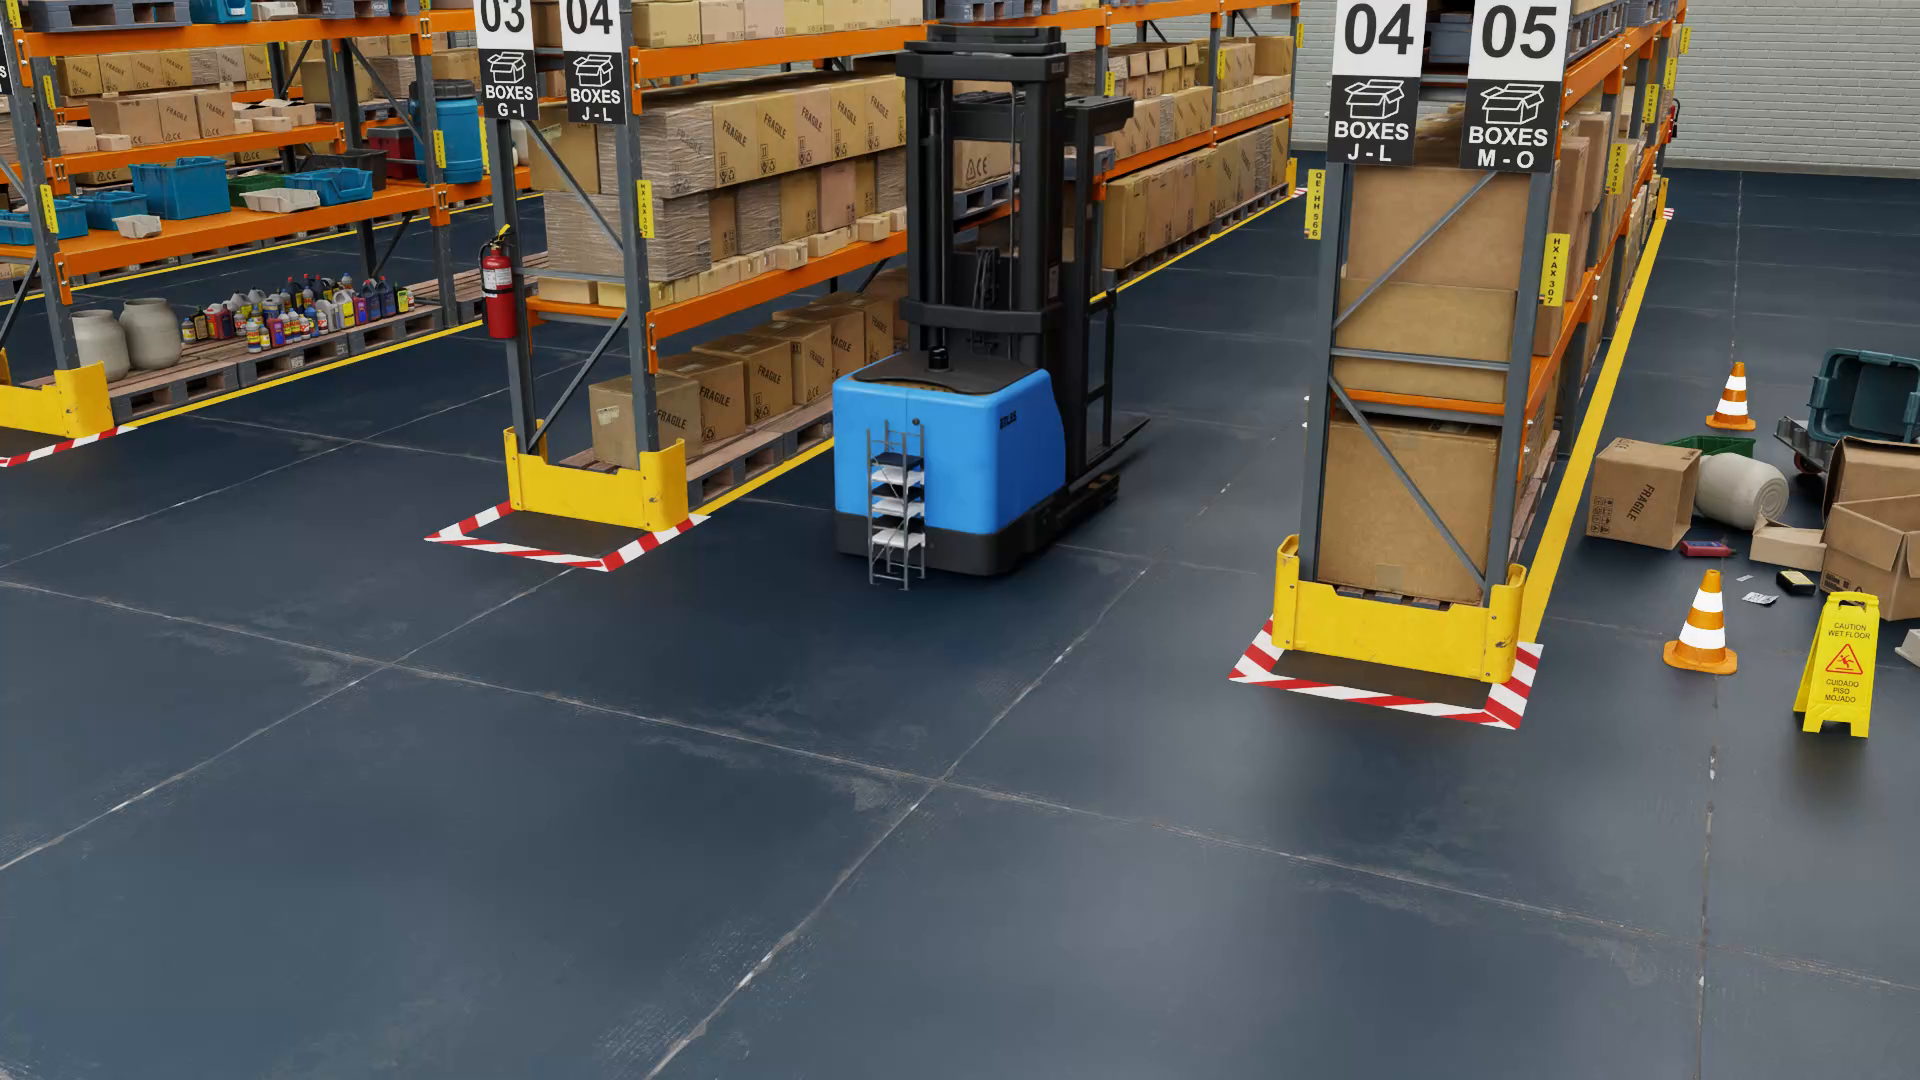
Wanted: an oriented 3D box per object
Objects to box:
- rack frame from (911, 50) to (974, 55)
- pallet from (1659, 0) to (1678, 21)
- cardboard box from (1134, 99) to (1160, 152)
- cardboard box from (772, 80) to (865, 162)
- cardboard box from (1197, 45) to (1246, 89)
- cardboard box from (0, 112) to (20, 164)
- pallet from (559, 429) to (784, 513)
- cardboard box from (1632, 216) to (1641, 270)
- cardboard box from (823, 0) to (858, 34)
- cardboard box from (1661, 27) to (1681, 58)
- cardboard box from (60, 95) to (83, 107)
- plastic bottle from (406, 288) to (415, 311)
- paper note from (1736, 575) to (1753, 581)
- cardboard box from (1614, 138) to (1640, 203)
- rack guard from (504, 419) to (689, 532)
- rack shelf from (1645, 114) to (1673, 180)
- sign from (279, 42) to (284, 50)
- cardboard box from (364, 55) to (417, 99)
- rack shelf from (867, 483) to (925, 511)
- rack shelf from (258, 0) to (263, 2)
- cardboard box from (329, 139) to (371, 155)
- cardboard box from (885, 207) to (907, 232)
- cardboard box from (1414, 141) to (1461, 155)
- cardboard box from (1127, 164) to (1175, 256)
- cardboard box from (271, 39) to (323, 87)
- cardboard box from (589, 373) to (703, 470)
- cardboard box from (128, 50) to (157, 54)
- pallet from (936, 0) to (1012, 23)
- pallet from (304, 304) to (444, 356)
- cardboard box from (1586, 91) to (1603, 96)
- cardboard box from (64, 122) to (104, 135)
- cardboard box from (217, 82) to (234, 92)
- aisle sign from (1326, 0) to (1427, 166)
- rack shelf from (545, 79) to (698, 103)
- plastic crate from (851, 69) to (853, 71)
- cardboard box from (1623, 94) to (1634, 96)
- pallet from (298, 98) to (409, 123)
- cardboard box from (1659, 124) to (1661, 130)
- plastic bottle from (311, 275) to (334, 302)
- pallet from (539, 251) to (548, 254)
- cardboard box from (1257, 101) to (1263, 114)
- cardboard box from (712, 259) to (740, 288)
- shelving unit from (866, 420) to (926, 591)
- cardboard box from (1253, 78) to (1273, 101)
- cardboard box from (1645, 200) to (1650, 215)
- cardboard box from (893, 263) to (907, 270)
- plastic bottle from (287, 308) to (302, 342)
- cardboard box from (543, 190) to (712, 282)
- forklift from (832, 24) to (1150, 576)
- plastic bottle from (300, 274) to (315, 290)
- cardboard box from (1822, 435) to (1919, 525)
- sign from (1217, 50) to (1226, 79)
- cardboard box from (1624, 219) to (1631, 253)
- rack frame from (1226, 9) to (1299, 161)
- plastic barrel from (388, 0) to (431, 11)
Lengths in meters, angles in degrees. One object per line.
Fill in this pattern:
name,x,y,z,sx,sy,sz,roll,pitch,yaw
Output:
rack frame,-0.269,-7.136,25.557,1.000,3.000,0.127,9,21,23
pallet,5.242,-4.419,13.724,1.213,0.211,1.003,10,22,25
cardboard box,1.837,-4.484,17.951,0.500,0.500,0.500,8,21,22
cardboard box,-1.007,-2.965,11.744,0.500,0.500,0.500,9,21,23
cardboard box,3.250,-5.917,20.791,0.500,0.500,0.500,9,21,23
cardboard box,-9.876,-4.059,16.756,0.700,0.500,0.500,8,21,21
pallet,-1.906,-0.518,11.110,1.003,0.211,1.213,9,21,23
cardboard box,6.812,-3.124,17.382,0.500,0.500,0.500,8,21,21
cardboard box,-1.040,-3.641,11.476,0.500,0.250,0.500,8,21,22
cardboard box,8.361,-5.914,20.036,0.500,0.500,0.500,10,22,25
cardboard box,-12.237,-6.009,22.735,0.380,0.149,0.250,8,21,22
plastic bottle,-5.047,-2.203,15.205,0.097,0.201,0.097,0,20,0
paper note,4.413,0.214,9.351,0.123,0.001,0.032,-14,24,-33
cardboard box,5.518,-3.172,14.261,0.500,0.500,0.500,9,21,23
rack guard,-2.271,-0.411,10.377,1.175,0.500,0.348,9,21,23
rack shelf,7.914,-4.794,20.047,1.077,0.370,4.000,9,21,23
sign,-10.446,-7.709,25.559,0.100,0.325,0.005,9,21,23
cardboard box,-7.359,-6.077,21.805,0.700,0.500,0.500,13,23,33
rack shelf,-0.350,-0.243,9.140,0.258,0.077,0.200,9,22,25
rack shelf,-8.881,-5.834,18.494,1.077,0.370,4.000,9,21,23
cardboard box,-7.874,-5.090,21.759,0.500,0.250,0.500,9,22,25
cardboard box,-0.595,-2.488,12.864,0.380,0.149,0.250,9,21,23
cardboard box,2.510,-1.722,8.499,0.875,0.550,0.550,9,21,23
cardboard box,1.647,-3.687,18.404,1.225,0.875,0.875,9,21,23
cardboard box,-10.708,-7.577,26.351,0.980,0.700,0.700,9,21,24
cardboard box,-2.031,-0.774,10.772,0.500,0.500,0.500,13,23,33
cardboard box,-11.742,-7.021,23.492,0.500,0.250,0.500,9,21,23
pallet,-0.314,-4.287,13.350,1.213,0.211,1.003,9,21,23
pallet,-5.496,-1.954,15.148,1.003,0.211,1.213,9,21,23
cardboard box,4.641,-3.213,12.886,0.700,0.500,0.500,8,21,22
cardboard box,-9.508,-4.379,18.006,0.396,0.266,0.258,8,21,21
cardboard box,-11.109,-6.779,24.899,0.380,0.149,0.250,9,21,23
aisle sign,1.879,-2.098,7.512,0.394,0.787,0.004,9,21,23
rack shelf,-5.606,-6.866,25.873,1.077,0.370,4.000,9,21,23
plastic crate,-1.313,-6.210,22.769,0.402,0.464,0.583,9,21,23
cardboard box,6.681,-4.416,16.771,0.380,0.149,0.250,8,21,21
pallet,-7.849,-5.497,21.237,1.213,0.211,1.003,9,21,23
cardboard box,8.005,-4.854,19.517,0.380,0.149,0.250,10,22,25
plastic bottle,-5.761,-2.217,15.023,0.144,0.351,0.185,9,21,23
pallet,-3.898,-3.145,18.497,1.003,0.211,1.213,9,21,23
cardboard box,3.778,-5.717,21.941,0.380,0.149,0.250,9,21,24
cardboard box,-1.649,-1.729,10.728,0.380,0.149,0.250,9,21,23
shelving unit,-0.350,-0.190,9.159,0.258,0.900,0.210,9,22,25
cardboard box,3.877,-6.030,22.229,0.500,0.250,0.500,8,21,21
cardboard box,8.033,-3.984,19.879,0.380,0.149,0.250,8,21,22
cardboard box,-0.181,-2.145,14.599,0.700,0.500,0.500,8,21,22
plastic bottle,-5.613,-1.813,14.006,0.097,0.271,0.097,0,20,0
cardboard box,-2.052,-1.917,10.289,0.875,0.500,0.500,9,21,23
forklift,0.372,-1.635,10.191,1.130,2.935,3.031,9,22,25
plastic bottle,-5.892,-2.237,15.079,0.144,0.351,0.185,9,22,24
cardboard box,5.524,-0.264,9.759,0.797,0.637,0.503,9,21,23
sign,3.111,-5.670,19.826,0.100,0.325,0.005,9,21,23
cardboard box,5.961,-2.850,15.491,0.500,0.250,0.500,8,21,20
rack frame,4.250,-6.456,23.646,1.000,3.000,0.127,9,21,23
plastic barrel,-5.173,-5.302,15.176,0.600,0.901,0.708,9,21,23
